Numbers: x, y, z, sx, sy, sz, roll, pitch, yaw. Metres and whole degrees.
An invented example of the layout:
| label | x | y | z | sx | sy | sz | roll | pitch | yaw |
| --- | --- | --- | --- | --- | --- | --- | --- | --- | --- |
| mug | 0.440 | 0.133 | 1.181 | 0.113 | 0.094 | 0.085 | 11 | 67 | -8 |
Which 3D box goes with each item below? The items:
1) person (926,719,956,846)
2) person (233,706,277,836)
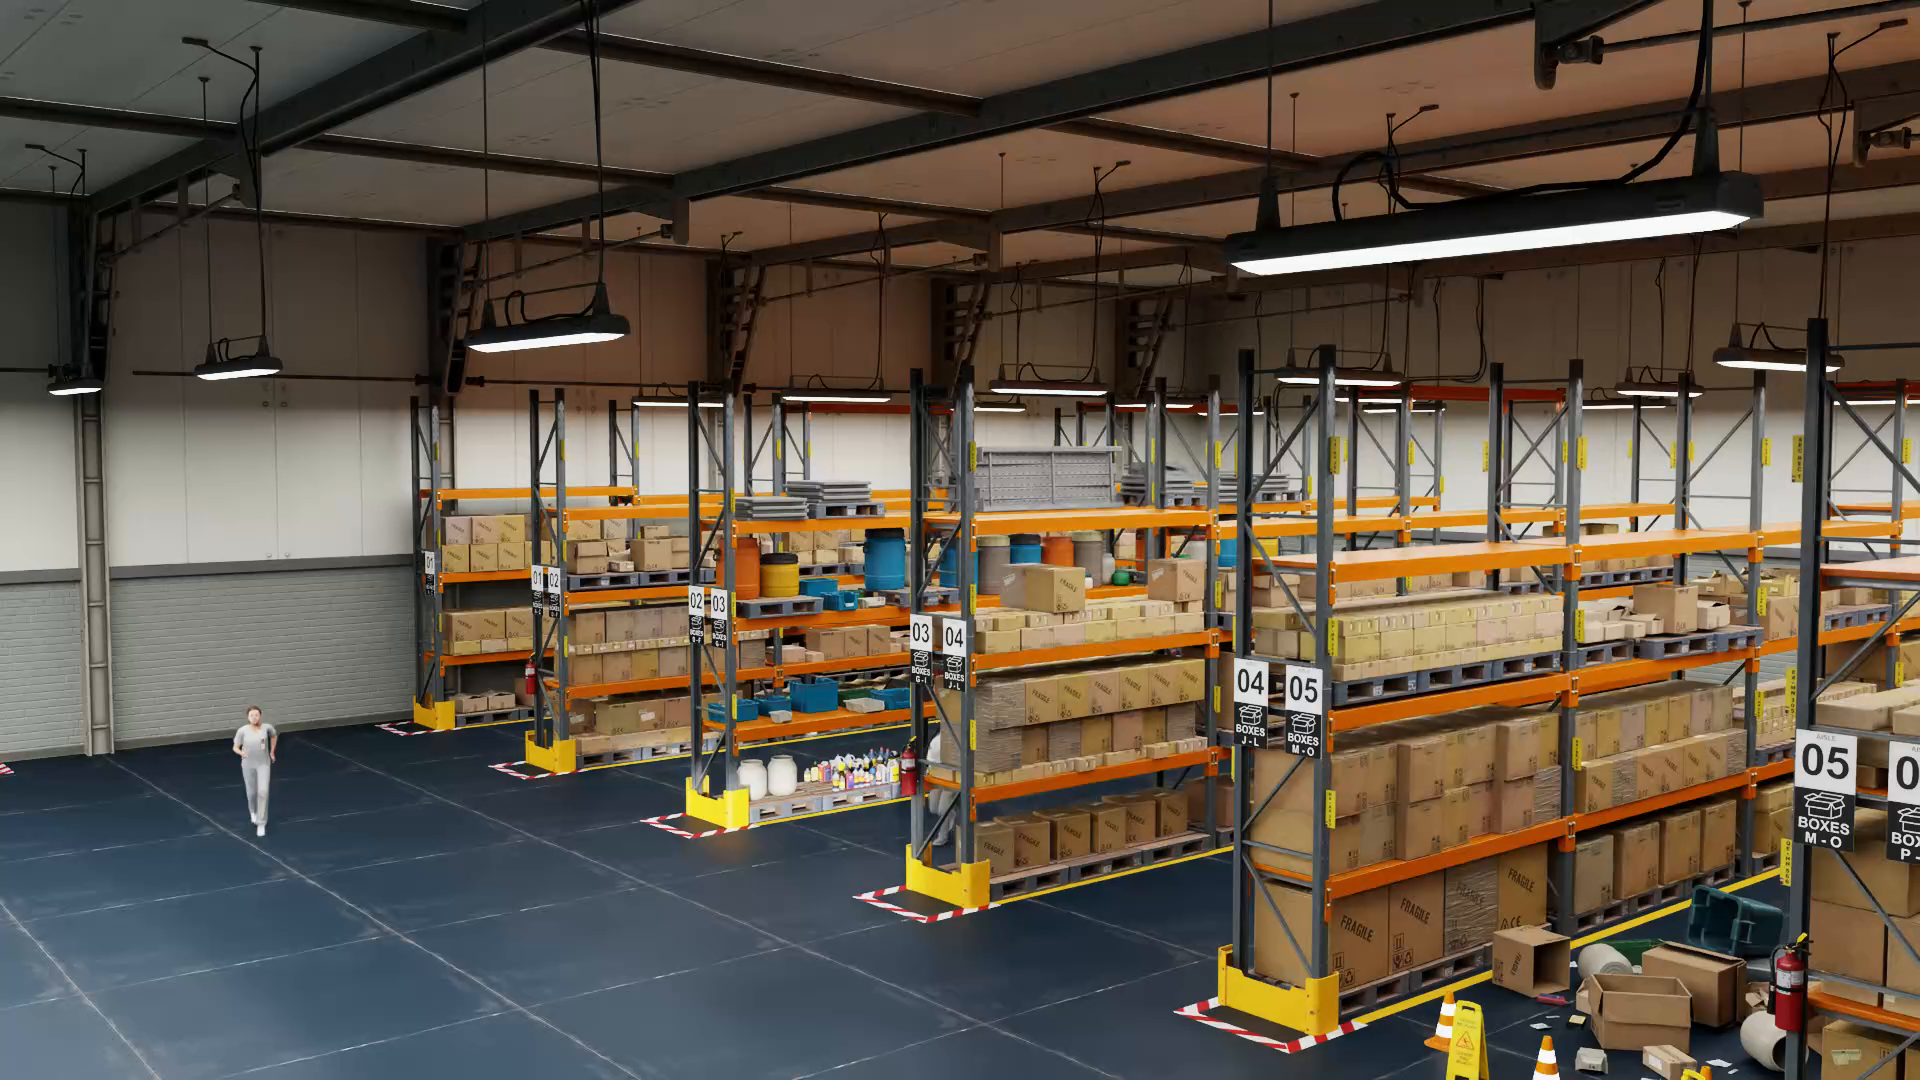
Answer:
| label | x | y | z | sx | sy | sz | roll | pitch | yaw |
| --- | --- | --- | --- | --- | --- | --- | --- | --- | --- |
| person | -0.168 | 3.071 | 21.422 | 0.616 | 1.657 | 0.620 | 2 | 4 | 29 |
| person | -9.347 | 3.016 | 22.072 | 0.539 | 1.668 | 0.967 | -1 | 4 | -20 |
